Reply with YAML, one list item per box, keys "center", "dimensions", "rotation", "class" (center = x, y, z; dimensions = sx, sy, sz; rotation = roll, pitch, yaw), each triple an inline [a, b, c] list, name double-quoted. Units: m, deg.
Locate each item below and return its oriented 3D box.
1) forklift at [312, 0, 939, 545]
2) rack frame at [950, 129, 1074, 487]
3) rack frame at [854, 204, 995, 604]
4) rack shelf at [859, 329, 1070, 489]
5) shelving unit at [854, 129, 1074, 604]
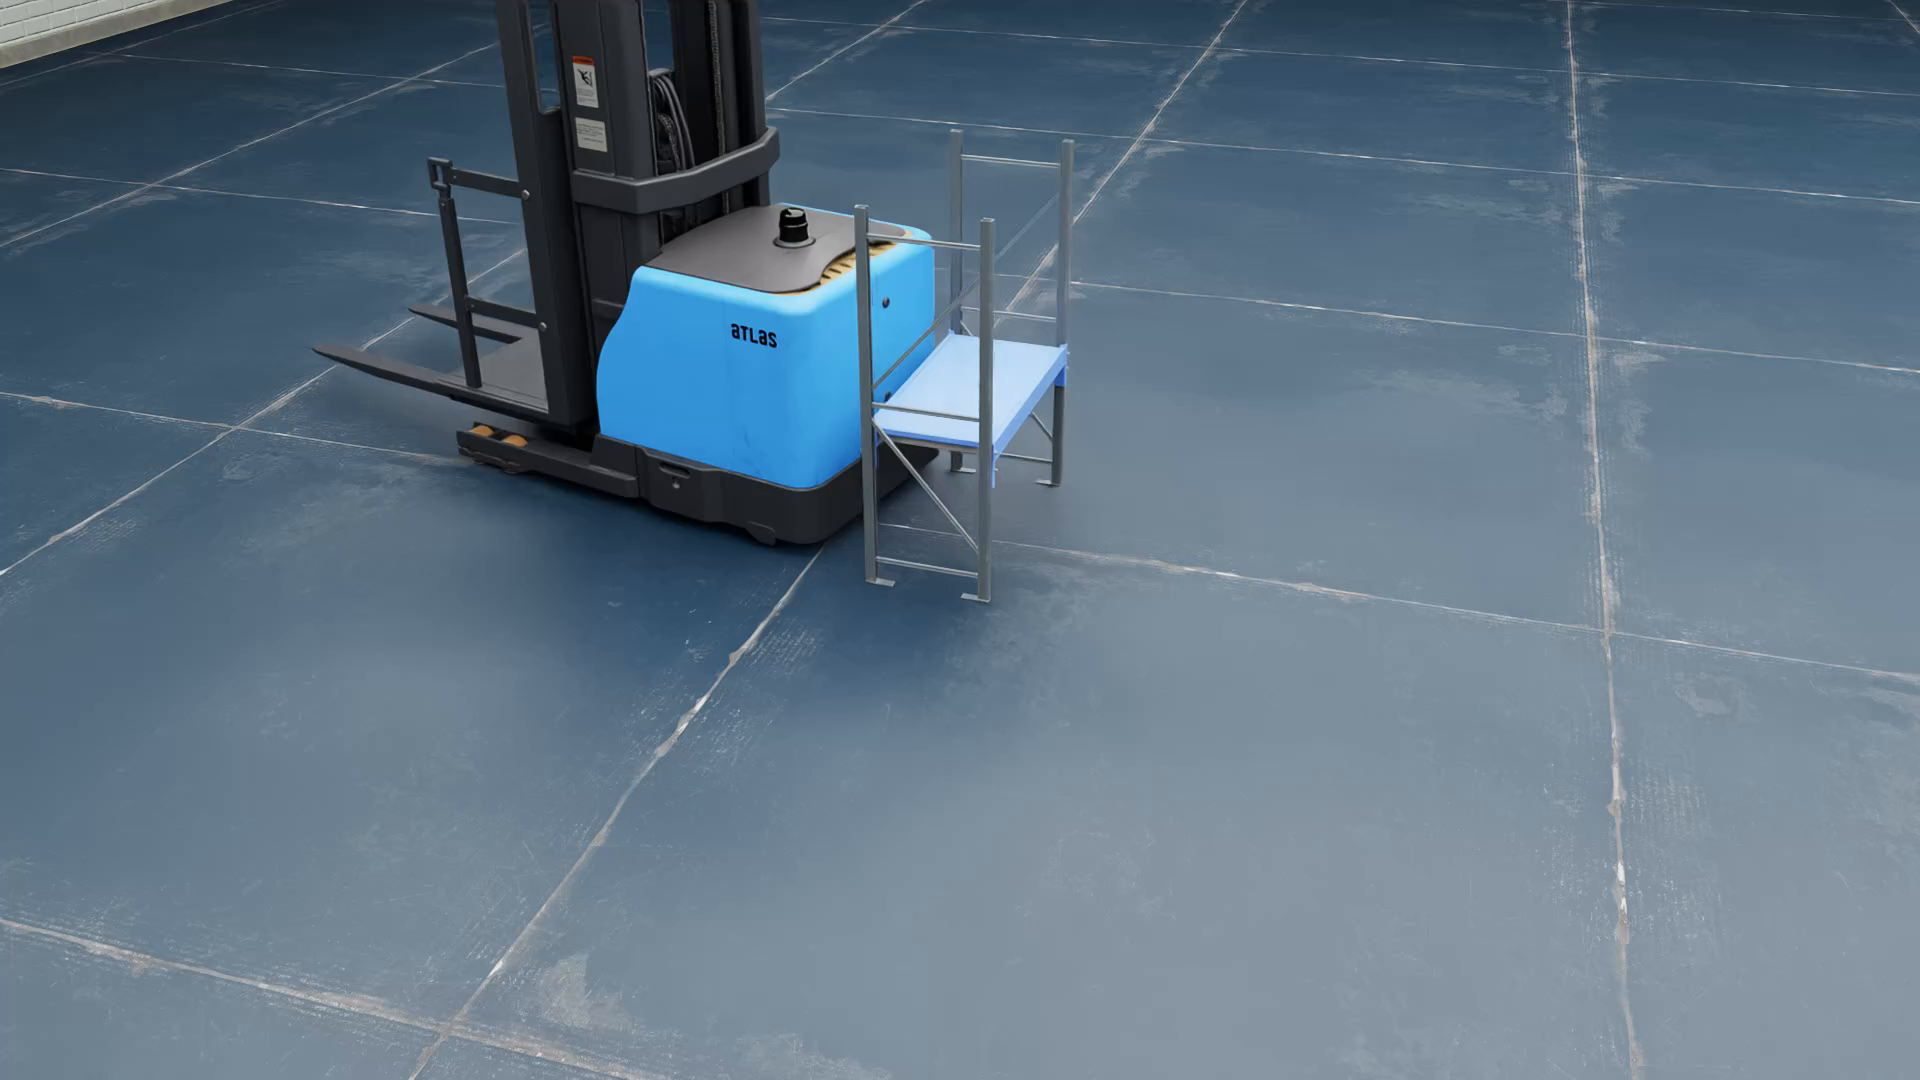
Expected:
- center: [-1.624, -1.773, 6.923]
  dimensions: [3.031, 2.935, 1.130]
  rotation: [16, 33, 26]
  class: "forklift"
- center: [0.202, -0.928, 6.875]
  dimensions: [0.500, 1.500, 0.032]
  rotation: [9, 30, 16]
  class: "rack frame"
- center: [-0.124, -0.459, 6.033]
  dimensions: [0.500, 1.500, 0.032]
  rotation: [9, 30, 16]
  class: "rack frame"
- center: [0.039, -0.536, 6.541]
  dimensions: [0.538, 0.185, 1.000]
  rotation: [9, 30, 16]
  class: "rack shelf"
- center: [0.039, -0.693, 6.454]
  dimensions: [0.538, 1.500, 1.048]
  rotation: [9, 30, 16]
  class: "shelving unit"
